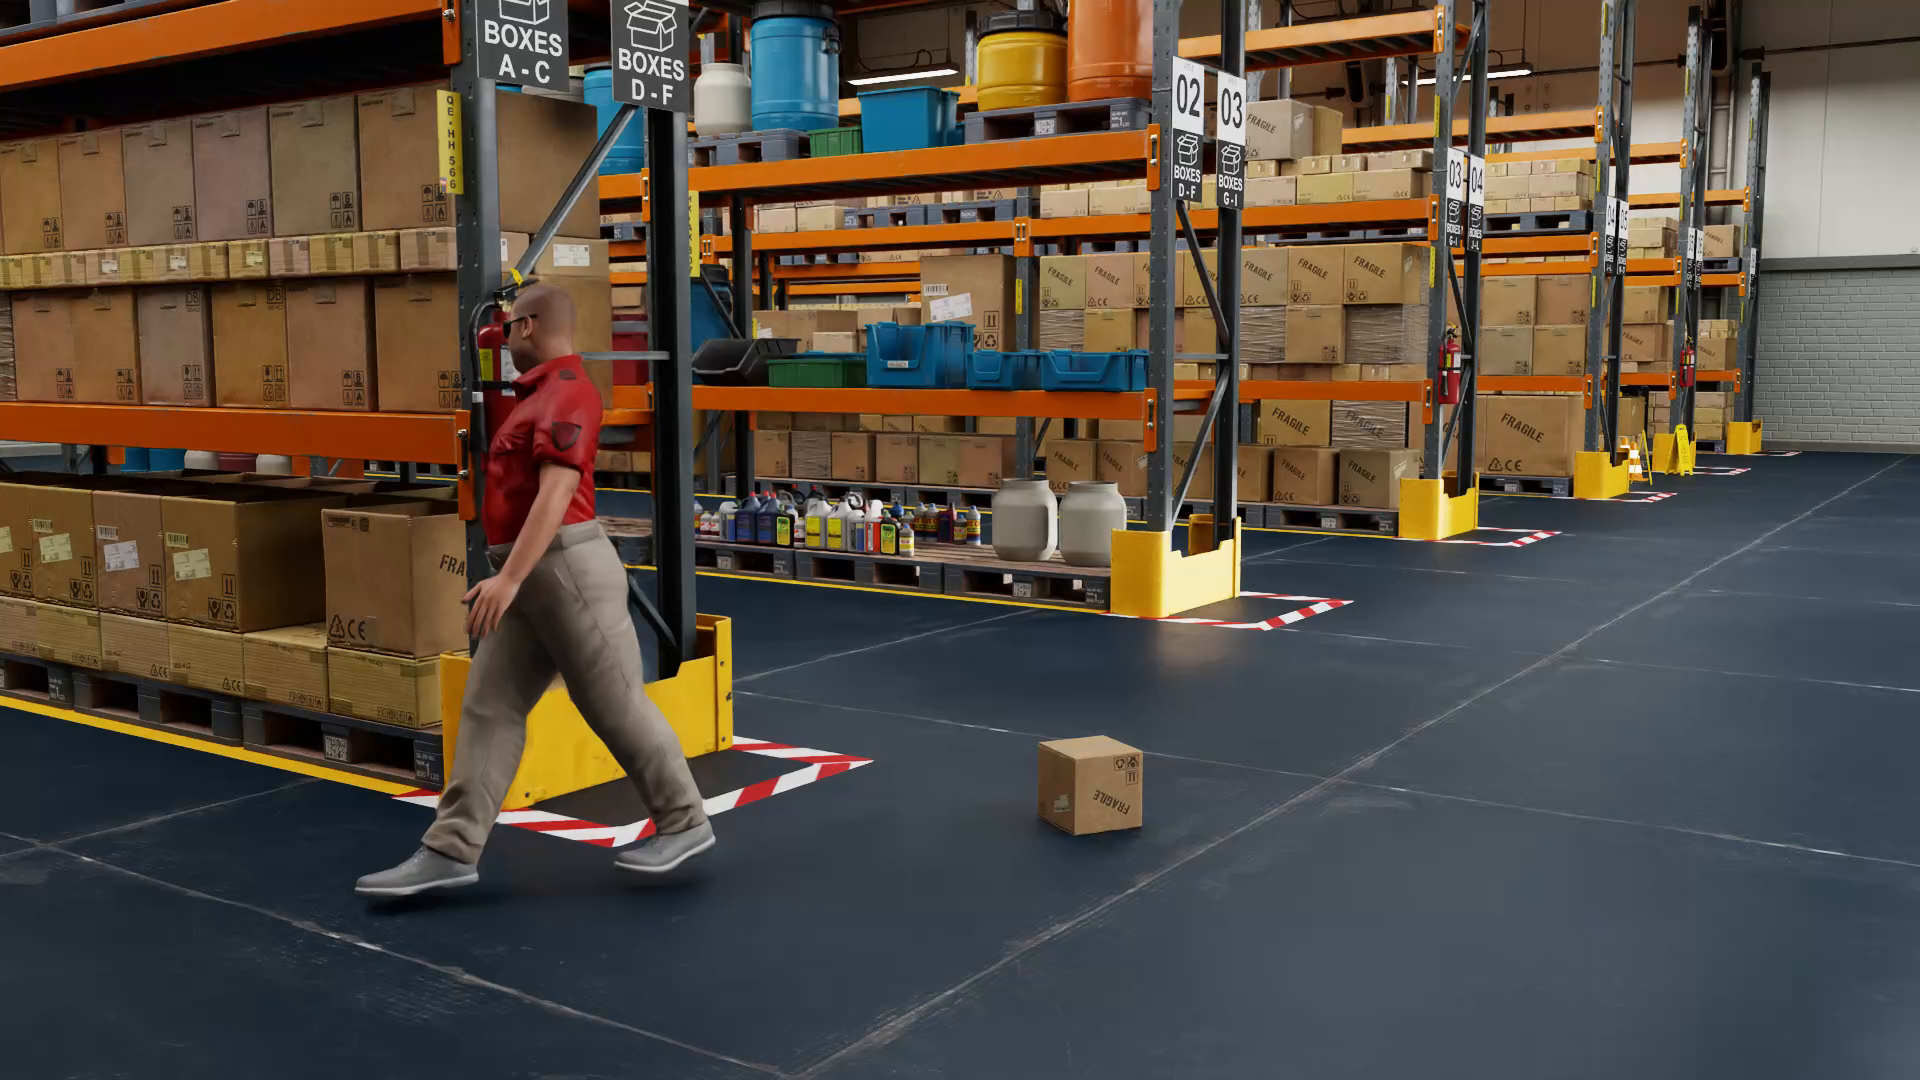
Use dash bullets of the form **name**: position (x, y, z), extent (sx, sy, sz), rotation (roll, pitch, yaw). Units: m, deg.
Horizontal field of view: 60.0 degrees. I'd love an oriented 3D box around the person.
- **person**: position (-1.174, 0.135, 4.598), extent (0.989, 1.680, 0.646), rotation (-3, 7, -28)
